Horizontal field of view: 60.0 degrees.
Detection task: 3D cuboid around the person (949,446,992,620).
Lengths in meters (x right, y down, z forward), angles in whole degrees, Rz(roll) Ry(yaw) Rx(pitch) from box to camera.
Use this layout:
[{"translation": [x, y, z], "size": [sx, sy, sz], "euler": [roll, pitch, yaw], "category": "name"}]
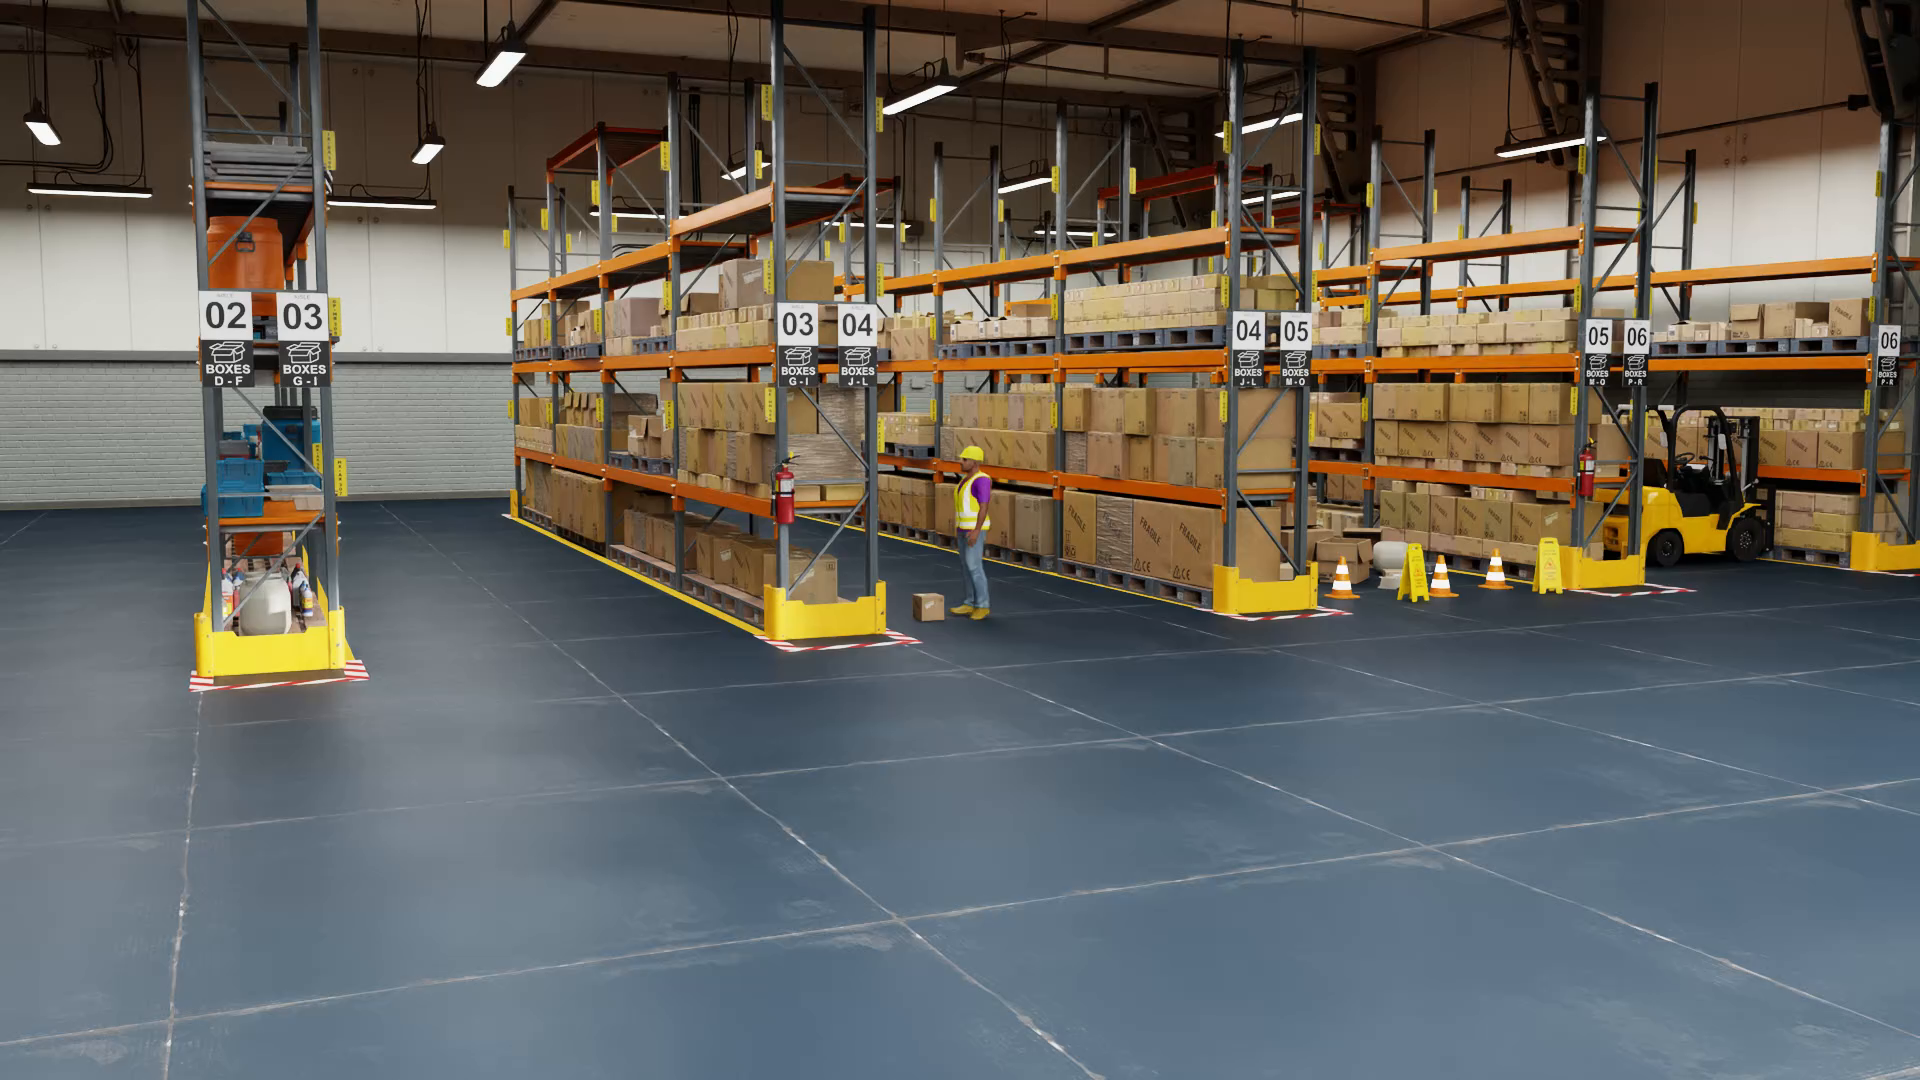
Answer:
[{"translation": [0.105, -0.085, 17.432], "size": [0.377, 1.795, 0.579], "euler": [-2, 6, -23], "category": "person"}]
